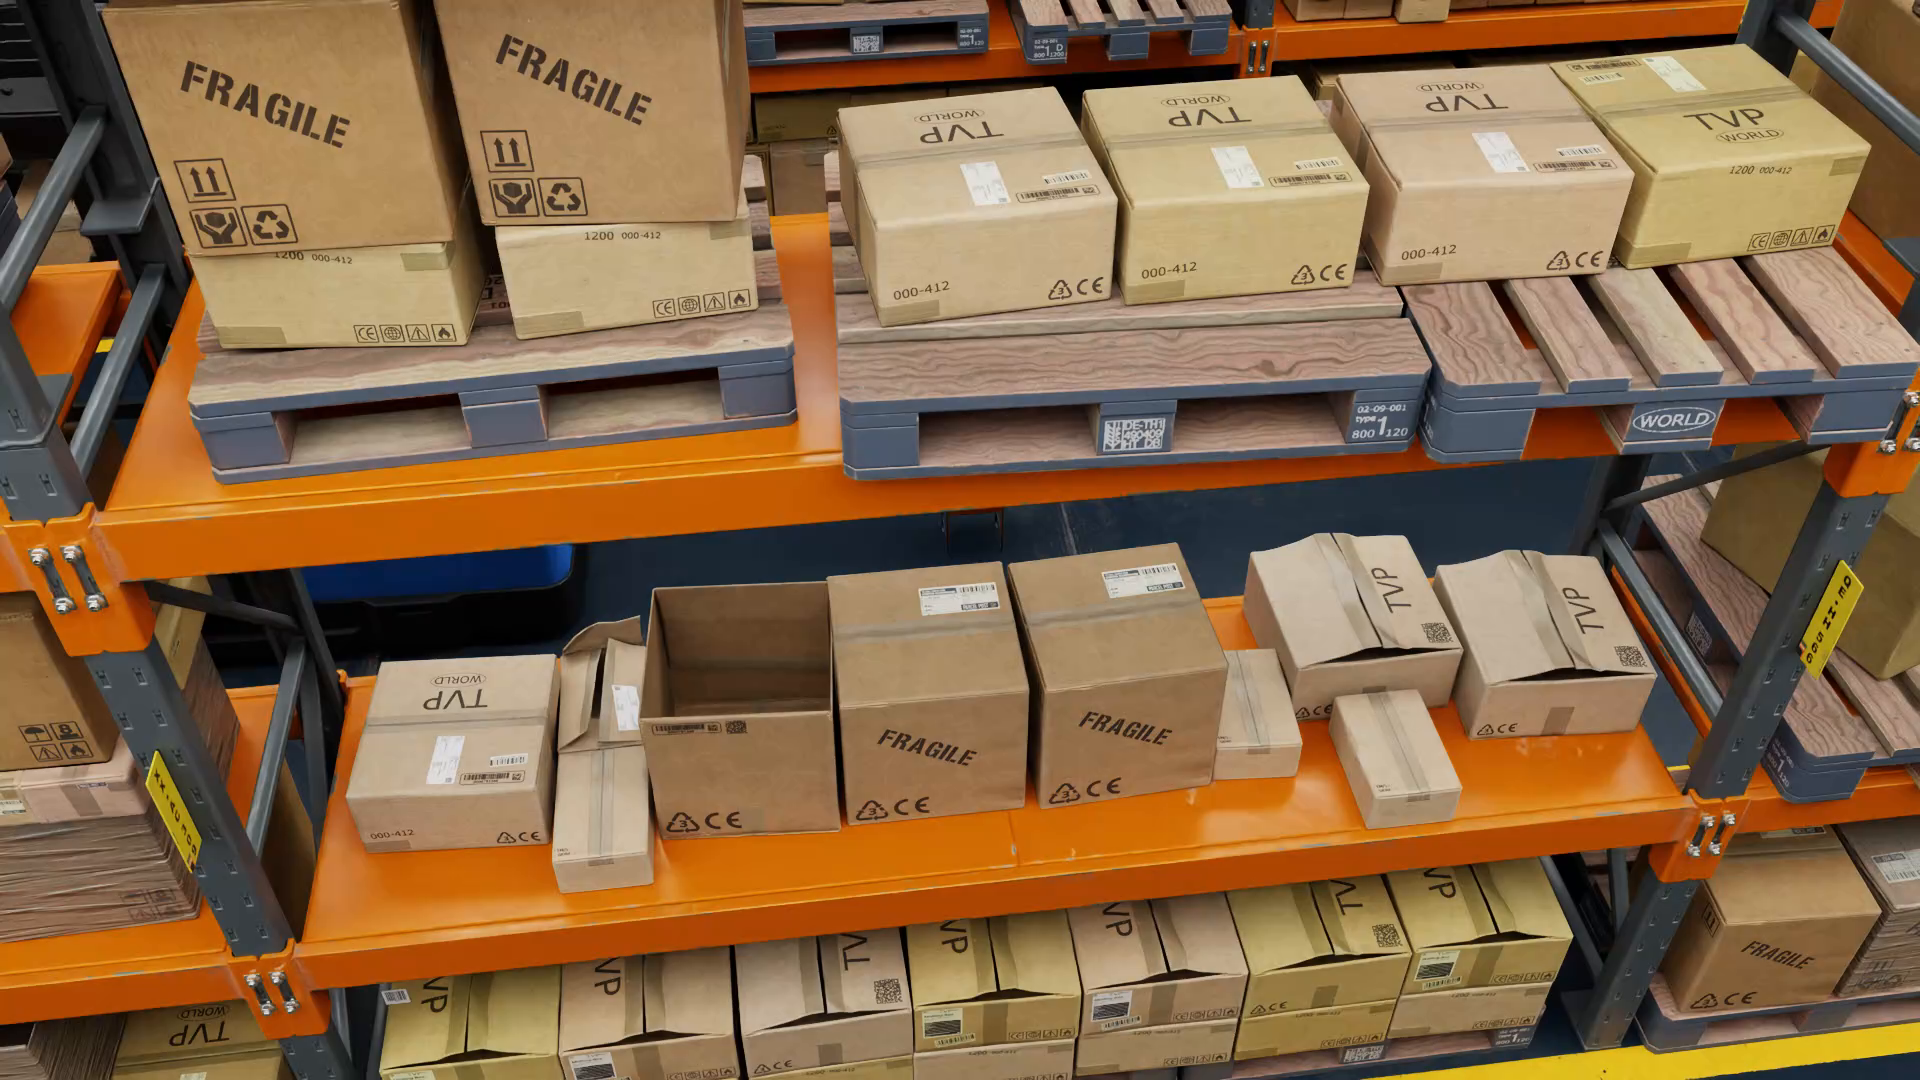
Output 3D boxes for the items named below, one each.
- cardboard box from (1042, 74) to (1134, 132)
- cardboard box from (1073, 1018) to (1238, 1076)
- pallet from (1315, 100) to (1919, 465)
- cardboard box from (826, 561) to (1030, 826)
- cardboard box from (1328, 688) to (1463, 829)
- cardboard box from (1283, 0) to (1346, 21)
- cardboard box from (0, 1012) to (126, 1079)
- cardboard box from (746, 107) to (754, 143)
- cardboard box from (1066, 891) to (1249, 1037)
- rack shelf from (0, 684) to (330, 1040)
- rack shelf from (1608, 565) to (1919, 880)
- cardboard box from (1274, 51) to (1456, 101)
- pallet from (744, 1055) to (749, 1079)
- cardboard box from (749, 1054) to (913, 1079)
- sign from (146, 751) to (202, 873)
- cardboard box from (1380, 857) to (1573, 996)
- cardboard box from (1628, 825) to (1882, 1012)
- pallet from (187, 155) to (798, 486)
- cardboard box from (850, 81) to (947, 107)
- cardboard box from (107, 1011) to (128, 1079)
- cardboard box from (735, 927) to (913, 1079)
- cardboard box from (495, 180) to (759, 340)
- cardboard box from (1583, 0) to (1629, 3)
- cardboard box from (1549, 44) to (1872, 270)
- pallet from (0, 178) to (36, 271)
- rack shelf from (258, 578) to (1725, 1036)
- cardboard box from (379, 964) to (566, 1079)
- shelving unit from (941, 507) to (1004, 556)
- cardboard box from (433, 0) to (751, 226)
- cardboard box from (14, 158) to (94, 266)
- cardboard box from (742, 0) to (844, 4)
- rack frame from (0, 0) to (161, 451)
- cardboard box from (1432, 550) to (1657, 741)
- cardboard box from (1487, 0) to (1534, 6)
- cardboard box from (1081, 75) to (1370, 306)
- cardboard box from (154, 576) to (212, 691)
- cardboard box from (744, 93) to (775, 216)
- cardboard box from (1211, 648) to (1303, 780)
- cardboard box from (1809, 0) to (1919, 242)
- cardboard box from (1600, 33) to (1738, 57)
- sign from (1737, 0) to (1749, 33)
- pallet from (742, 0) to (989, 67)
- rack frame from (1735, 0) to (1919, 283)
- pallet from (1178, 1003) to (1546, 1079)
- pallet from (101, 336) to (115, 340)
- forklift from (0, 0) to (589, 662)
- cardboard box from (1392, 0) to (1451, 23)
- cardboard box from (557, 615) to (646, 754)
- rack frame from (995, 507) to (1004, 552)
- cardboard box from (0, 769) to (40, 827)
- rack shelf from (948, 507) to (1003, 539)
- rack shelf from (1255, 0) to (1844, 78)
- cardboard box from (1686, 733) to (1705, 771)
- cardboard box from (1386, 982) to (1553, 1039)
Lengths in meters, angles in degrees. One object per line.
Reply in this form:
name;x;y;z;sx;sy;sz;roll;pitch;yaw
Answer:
cardboard box;0.734;-2.164;9.163;0.500;0.500;0.700;-4;42;-5
cardboard box;0.587;1.425;5.385;0.500;0.250;0.500;-4;42;-5
pallet;1.425;-0.662;3.861;1.003;0.211;1.213;-3;42;-4
cardboard box;-0.097;0.428;4.676;0.500;0.500;0.500;-5;42;-5
cardboard box;1.231;0.618;4.728;0.250;0.149;0.380;-5;42;-6
cardboard box;1.797;-2.815;8.519;0.250;0.149;0.380;-6;42;-6
cardboard box;-2.808;1.418;4.833;0.500;0.500;0.500;-5;42;-6
cardboard box;-1.361;-2.308;8.763;0.500;0.250;0.500;-6;42;-6
cardboard box;0.584;1.220;5.193;0.500;0.311;0.500;-5;42;-6
rack shelf;-3.863;1.051;4.597;4.000;0.370;1.077;-5;42;-6
rack shelf;4.070;0.357;5.367;4.000;0.370;1.077;-5;42;-6
cardboard box;2.187;-2.361;9.134;0.750;0.750;0.750;-6;42;-6
pallet;-1.154;1.556;5.582;1.213;0.211;1.003;-5;42;-6
cardboard box;-0.427;1.515;5.286;0.500;0.250;0.500;-6;42;-7
sign;-1.806;0.628;3.824;0.005;0.325;0.100;-5;42;-6
cardboard box;1.599;1.129;5.295;0.500;0.311;0.500;-4;42;-4
cardboard box;2.575;1.178;5.457;0.500;0.500;0.500;-3;42;-4
pallet;-1.007;-0.518;3.703;1.217;0.209;0.805;-7;42;-7
cardboard box;-0.349;-2.387;8.850;0.500;0.250;0.500;-5;42;-6
cardboard box;-2.808;1.698;5.083;0.500;0.250;0.500;-5;42;-6
cardboard box;-0.427;1.311;5.093;0.500;0.311;0.500;-6;42;-7
cardboard box;-0.723;-0.700;3.561;0.500;0.250;0.500;-9;43;-10
cardboard box;3.317;-2.956;8.675;0.250;0.149;0.380;-5;42;-5
cardboard box;1.644;-0.874;3.754;0.500;0.250;0.500;-8;43;-9
pallet;-2.722;-0.379;3.473;1.213;0.211;1.003;-5;42;-6
rack shelf;0.104;0.704;4.982;4.000;0.370;1.077;-5;42;-6
cardboard box;-1.437;1.397;4.998;0.500;0.311;0.500;-5;42;-5
shelving unit;0.053;-0.394;7.119;0.252;1.050;0.215;-5;42;-6
cardboard box;-0.701;-0.974;3.305;0.500;0.500;0.500;-1;42;-1
cardboard box;-4.495;-1.647;8.590;0.500;0.500;0.700;-7;43;-8
cardboard box;-0.812;-3.023;8.174;0.500;0.500;0.700;0;42;0
rack frame;-1.879;-1.617;2.539;0.127;3.000;1.000;-5;42;-6
cardboard box;1.720;0.299;4.961;0.500;0.311;0.500;-3;42;-3
cardboard box;2.812;-2.930;8.647;0.250;0.149;0.380;-4;42;-5
cardboard box;0.558;-0.774;3.643;0.500;0.250;0.500;-6;42;-6
cardboard box;-2.171;0.227;4.415;0.250;0.149;0.380;-5;42;-6
cardboard box;-1.292;-2.067;9.055;0.500;0.500;0.700;-6;42;-6
cardboard box;0.830;0.505;4.854;0.250;0.149;0.380;-2;42;-2
cardboard box;2.515;-0.948;3.963;0.500;0.500;0.910;-5;42;-6
cardboard box;3.898;-2.510;9.299;0.750;0.750;0.750;-4;42;-4
sign;2.018;-1.403;4.156;0.005;0.325;0.100;-5;42;-6
pallet;-0.517;-2.756;8.424;1.213;0.211;1.003;-5;42;-6
rack frame;2.087;-1.965;2.925;0.127;3.000;1.000;-5;42;-6
pallet;1.265;1.344;5.817;1.213;0.211;1.003;-5;42;-6
pallet;-4.399;-1.454;8.919;1.213;0.211;1.003;-5;42;-6
forklift;-3.146;-0.922;6.299;3.031;2.935;1.130;-4;42;-4
cardboard box;2.323;-2.798;8.501;0.250;0.149;0.380;-4;42;-4
cardboard box;-1.031;0.462;4.814;0.258;0.266;0.396;-6;42;-7
rack frame;0.174;-0.405;7.130;0.008;1.050;0.200;-5;42;-6
cardboard box;-2.367;0.519;4.092;0.250;0.149;0.380;-6;42;-6
rack shelf;0.053;-0.180;7.312;0.240;0.259;0.215;-5;42;-6
rack shelf;3.424;-2.933;9.014;4.000;0.370;1.077;-5;42;-6
cardboard box;2.984;0.791;5.887;0.500;0.500;0.500;-3;42;-4
cardboard box;1.597;1.336;5.484;0.500;0.250;0.500;-4;42;-5
